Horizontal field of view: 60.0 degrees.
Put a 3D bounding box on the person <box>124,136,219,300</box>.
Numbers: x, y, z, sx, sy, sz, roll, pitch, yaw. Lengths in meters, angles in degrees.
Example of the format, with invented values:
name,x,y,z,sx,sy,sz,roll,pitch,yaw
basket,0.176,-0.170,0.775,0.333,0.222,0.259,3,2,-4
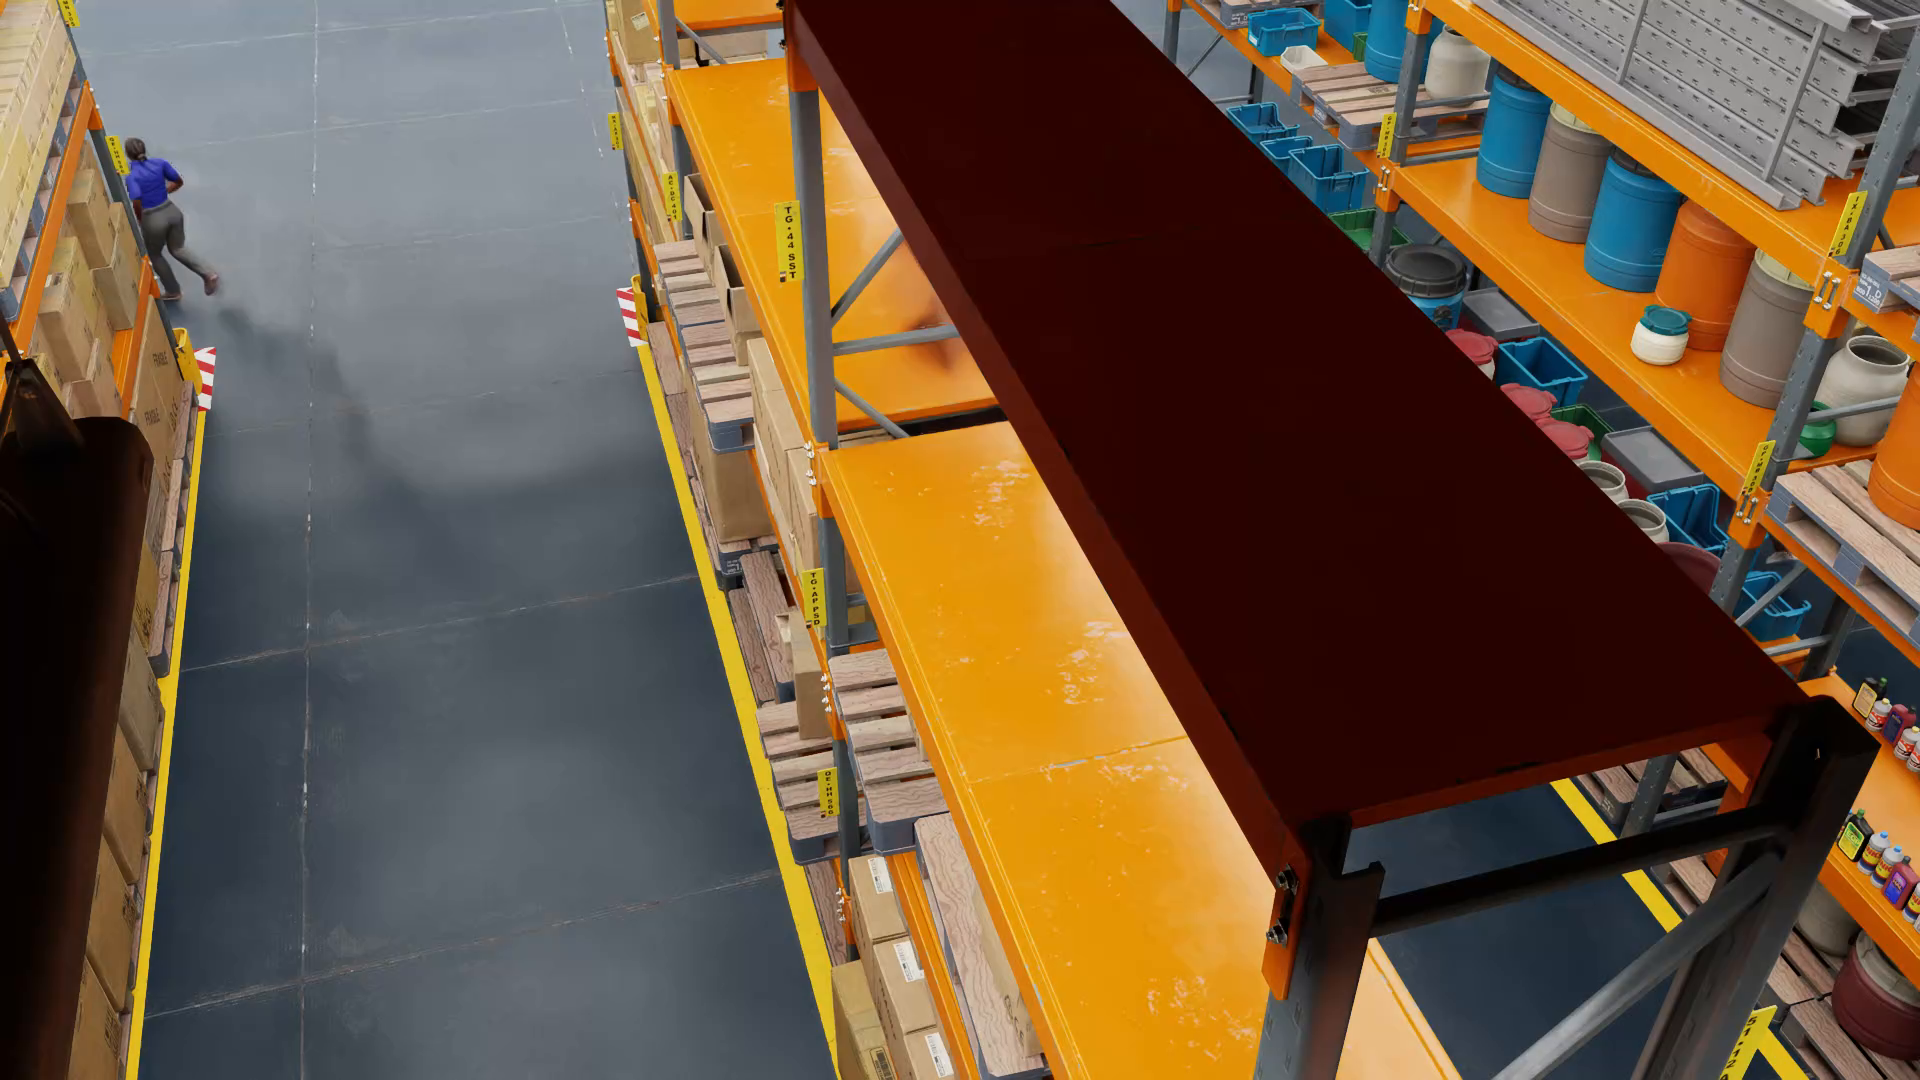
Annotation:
name,x,y,z,sx,sy,sz,roll,pitch,yaw
person,-7.243,-2.886,15.172,0.741,1.663,0.599,13,40,16

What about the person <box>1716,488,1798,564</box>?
name,x,y,z,sx,sy,sz,roll,pitch,yaw
person,5.891,-0.581,12.160,0.580,1.639,0.979,-18,42,-21

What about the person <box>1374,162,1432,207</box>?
name,x,y,z,sx,sy,sz,roll,pitch,yaw
person,4.112,-3.243,15.651,0.548,1.566,0.792,-22,44,-26
